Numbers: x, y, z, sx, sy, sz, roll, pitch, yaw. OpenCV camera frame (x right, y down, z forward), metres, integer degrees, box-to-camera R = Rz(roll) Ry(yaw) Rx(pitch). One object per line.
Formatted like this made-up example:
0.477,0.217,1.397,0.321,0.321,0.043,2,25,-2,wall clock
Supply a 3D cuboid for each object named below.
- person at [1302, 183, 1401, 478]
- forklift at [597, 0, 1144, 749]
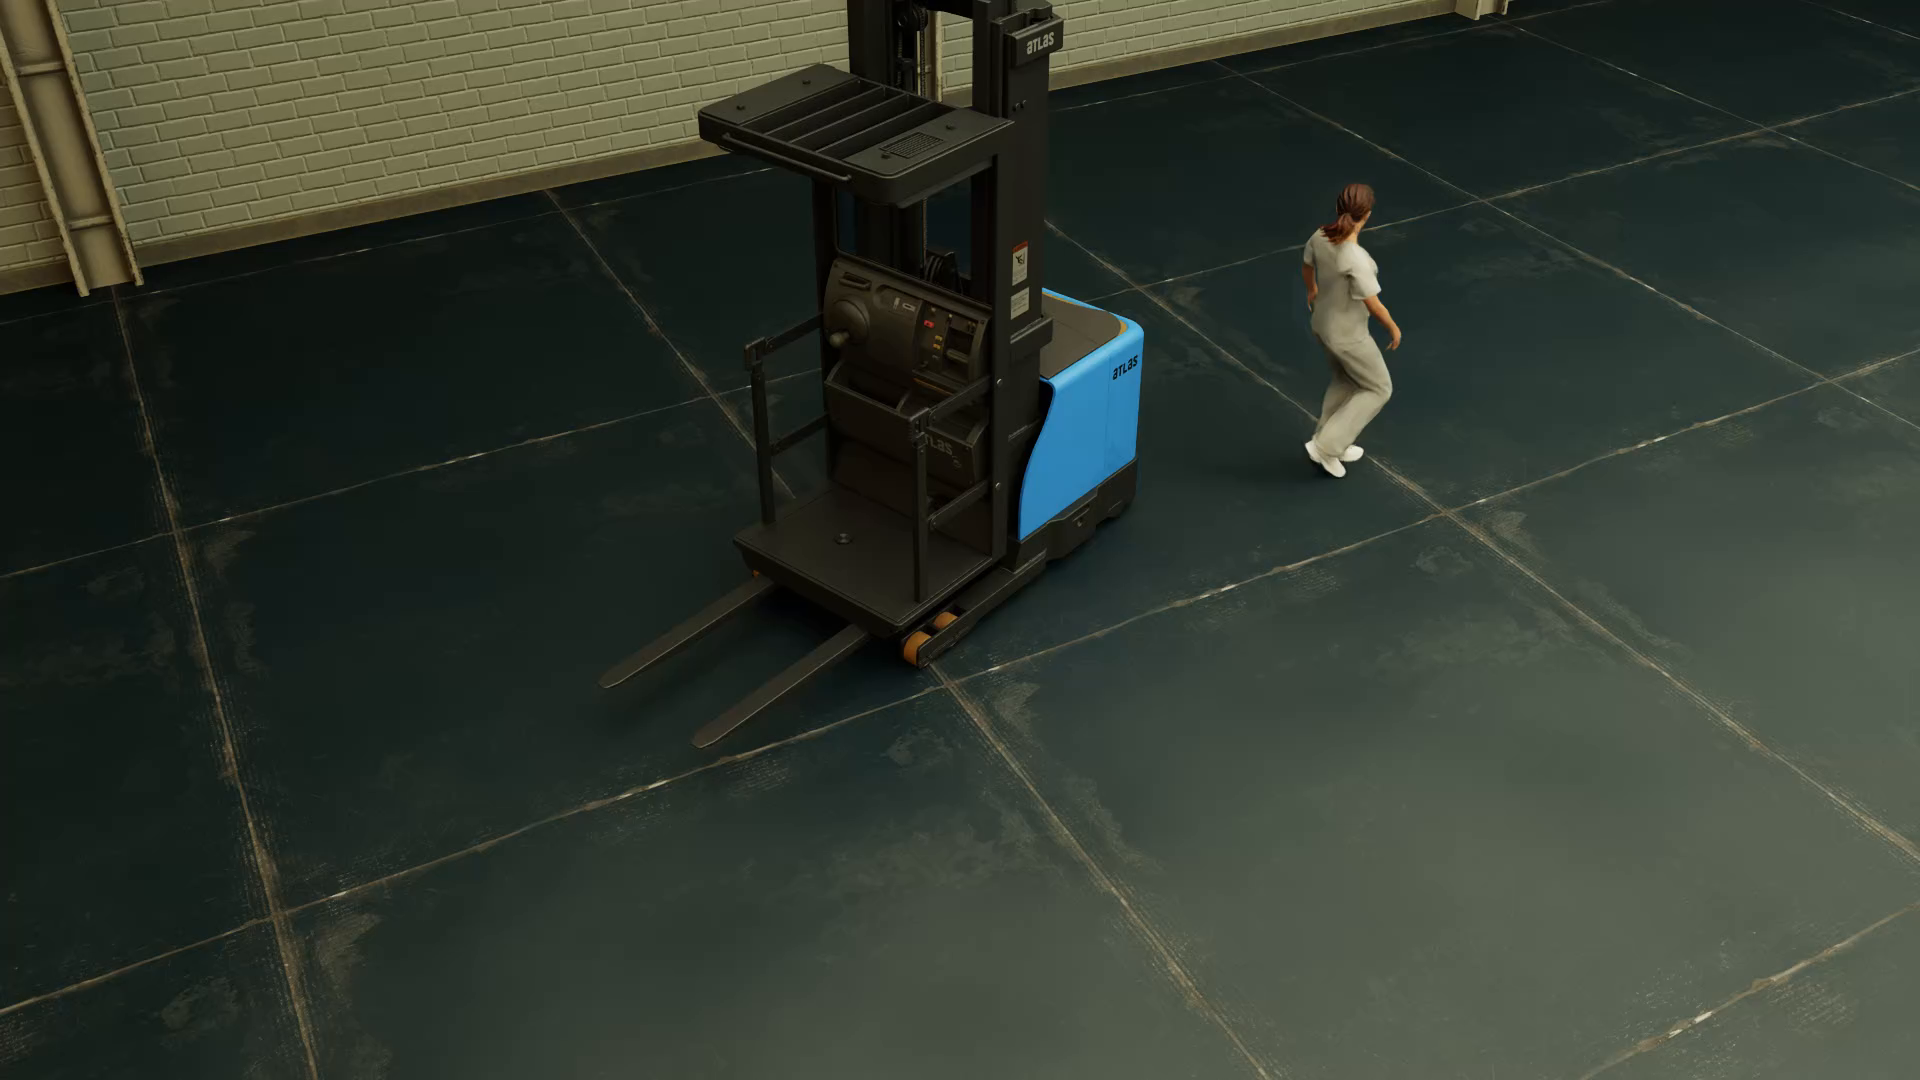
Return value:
2.038,-1.137,8.851,0.463,1.644,0.670,-8,36,-11,person
-0.390,-0.927,7.434,1.130,2.935,3.031,26,43,31,forklift
